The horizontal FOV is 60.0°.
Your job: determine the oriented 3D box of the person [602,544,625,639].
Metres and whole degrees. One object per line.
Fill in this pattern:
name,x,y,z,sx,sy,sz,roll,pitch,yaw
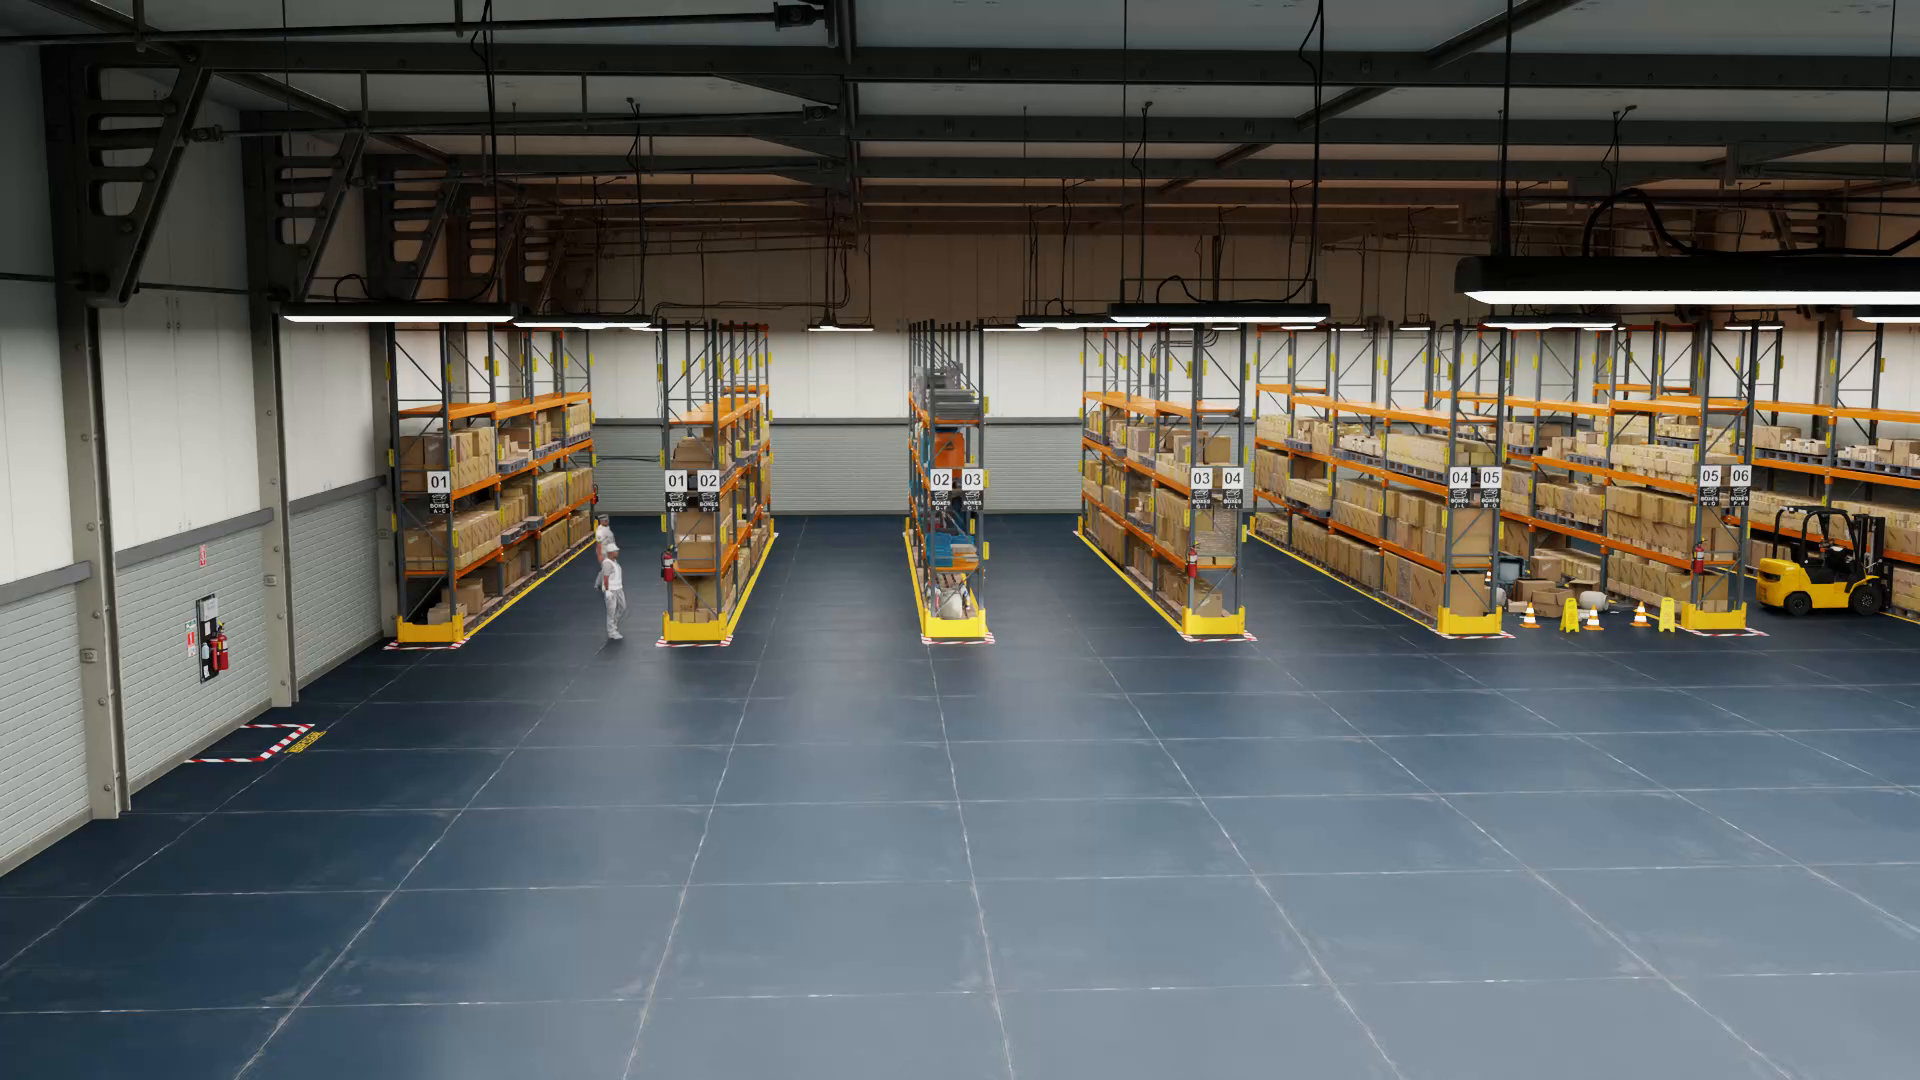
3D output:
person,-6.579,0.960,31.487,0.489,1.797,0.618,2,7,15

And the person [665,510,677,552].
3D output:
person,-7.425,-0.517,43.385,0.546,1.747,1.019,0,7,-1

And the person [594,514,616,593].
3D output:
person,-7.857,0.298,36.818,0.512,1.766,0.552,-2,7,-14
